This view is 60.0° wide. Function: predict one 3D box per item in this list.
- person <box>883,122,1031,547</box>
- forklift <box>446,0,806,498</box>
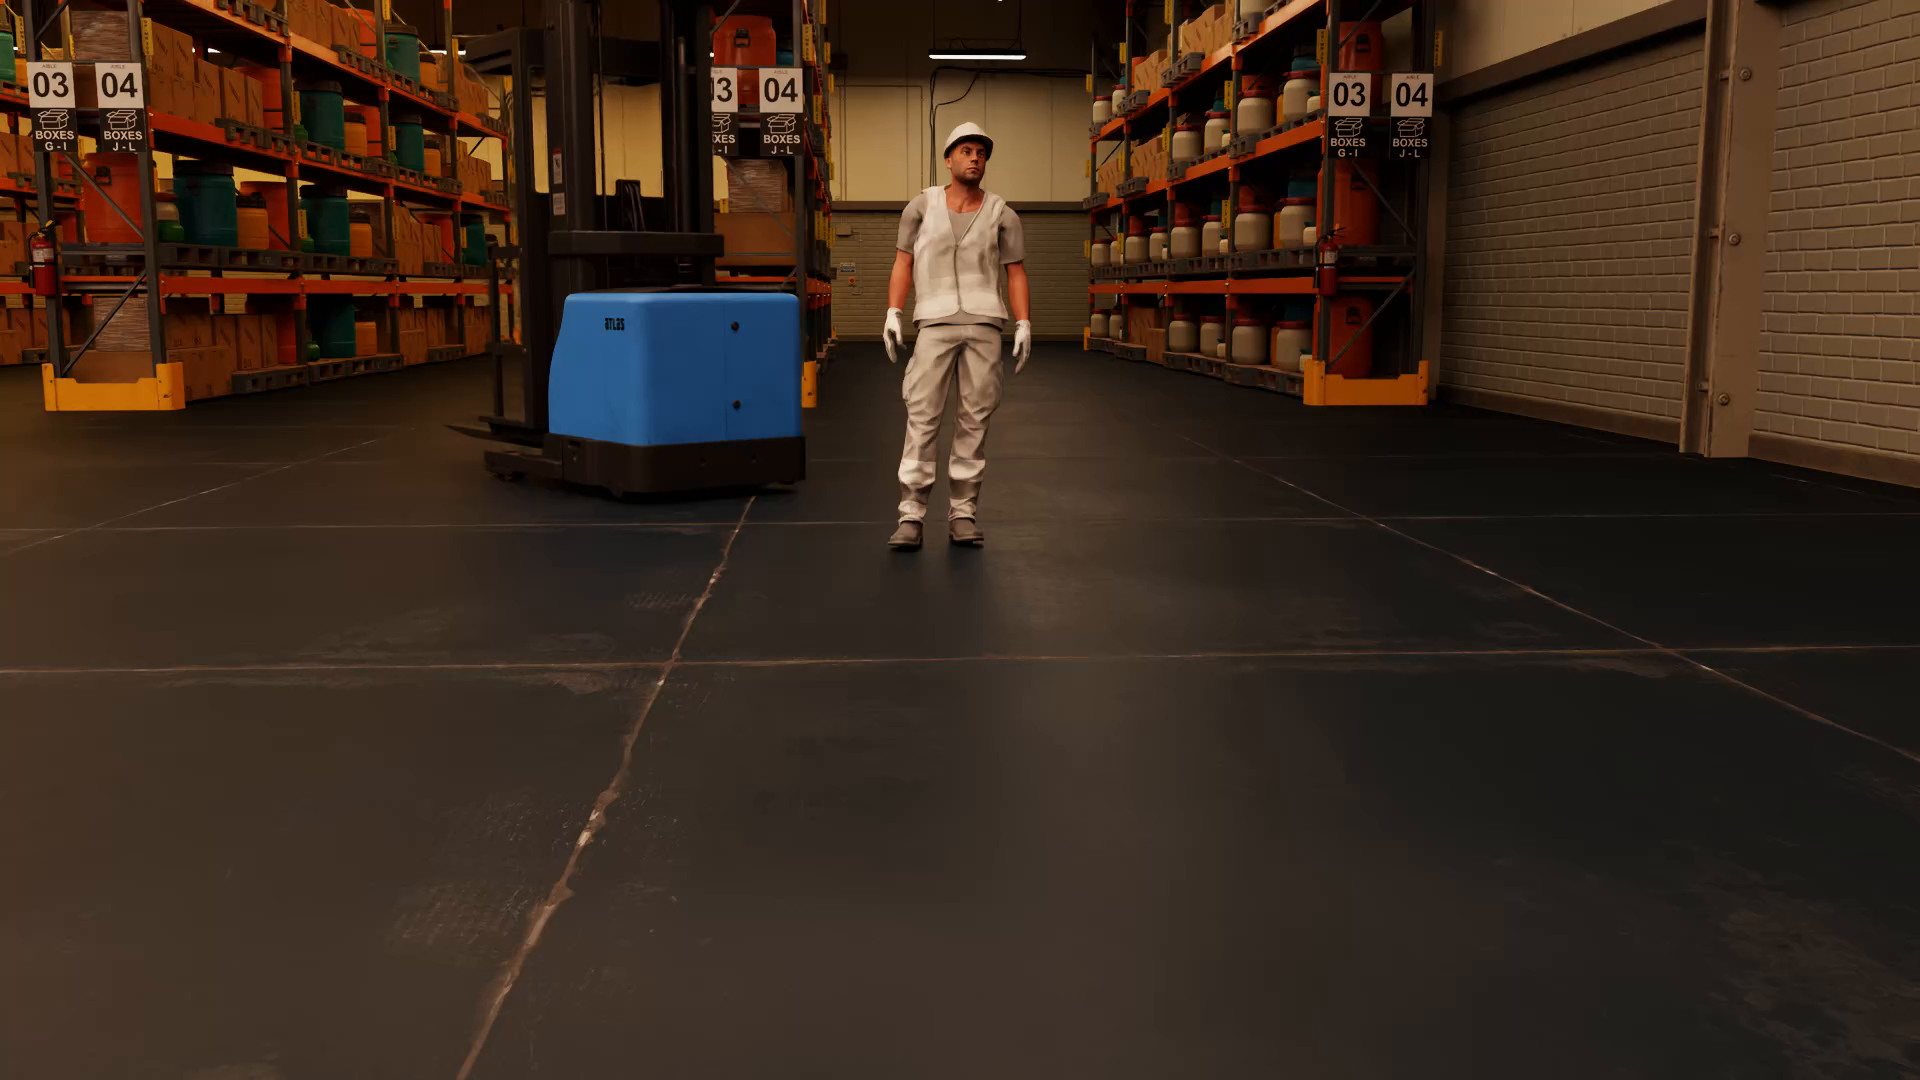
[{"bbox_3d":[-0.008,-0.880,7.098,0.637,1.787,0.564,-1,8,-4],"label":"person"},{"bbox_3d":[-2.146,-1.832,9.671,1.130,2.935,3.031,-7,11,-38],"label":"forklift"}]
